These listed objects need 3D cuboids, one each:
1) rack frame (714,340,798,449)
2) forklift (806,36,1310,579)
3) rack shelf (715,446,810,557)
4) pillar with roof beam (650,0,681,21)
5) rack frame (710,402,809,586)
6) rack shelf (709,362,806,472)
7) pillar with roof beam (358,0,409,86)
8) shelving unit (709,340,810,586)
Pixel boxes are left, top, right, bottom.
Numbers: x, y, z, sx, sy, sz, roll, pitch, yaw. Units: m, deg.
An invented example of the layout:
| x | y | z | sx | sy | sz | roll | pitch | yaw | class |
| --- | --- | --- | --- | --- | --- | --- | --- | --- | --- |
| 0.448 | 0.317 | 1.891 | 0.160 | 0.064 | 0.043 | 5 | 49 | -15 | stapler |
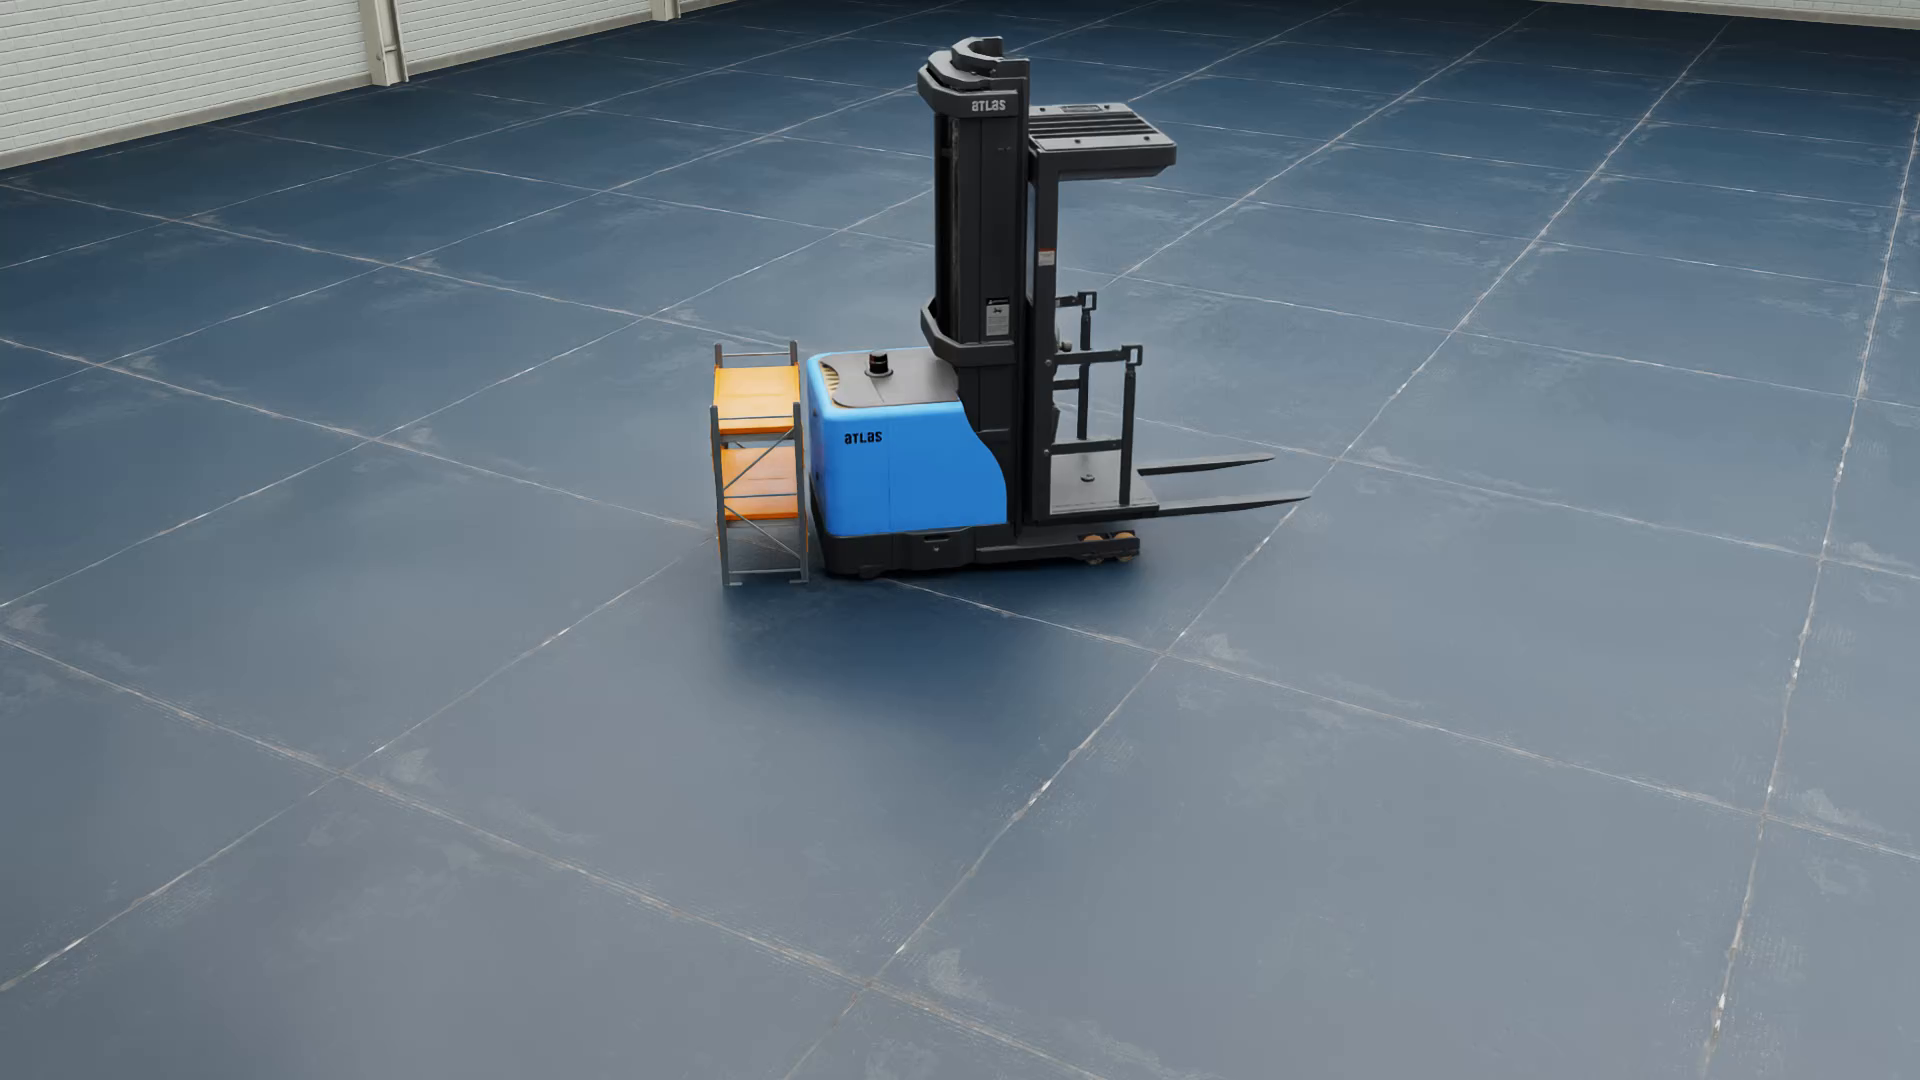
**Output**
| x | y | z | sx | sy | sz | roll | pitch | yaw | class |
| --- | --- | --- | --- | --- | --- | --- | --- | --- | --- |
| -1.247 | -0.703 | 10.398 | 0.500 | 1.125 | 0.032 | -3 | 27 | -5 | rack frame |
| 0.620 | -1.397 | 9.767 | 3.031 | 2.935 | 1.130 | -5 | 27 | -10 | forklift |
| -1.193 | -0.258 | 10.055 | 0.538 | 0.278 | 1.000 | -3 | 27 | -5 | rack shelf |
| -1.100 | -11.674 | 23.519 | 9.100 | 9.000 | 0.400 | 14 | 30 | 26 | pillar with roof beam |
| -1.139 | -0.250 | 9.494 | 0.500 | 1.125 | 0.032 | -3 | 27 | -5 | rack frame |
| -1.193 | -0.738 | 9.815 | 0.538 | 0.278 | 1.000 | -3 | 27 | -5 | rack shelf |
| -4.051 | -9.336 | 18.848 | 9.100 | 9.000 | 0.400 | 14 | 30 | 26 | pillar with roof beam |
| -1.193 | -0.477 | 9.946 | 0.538 | 1.125 | 1.048 | -3 | 27 | -5 | shelving unit |
